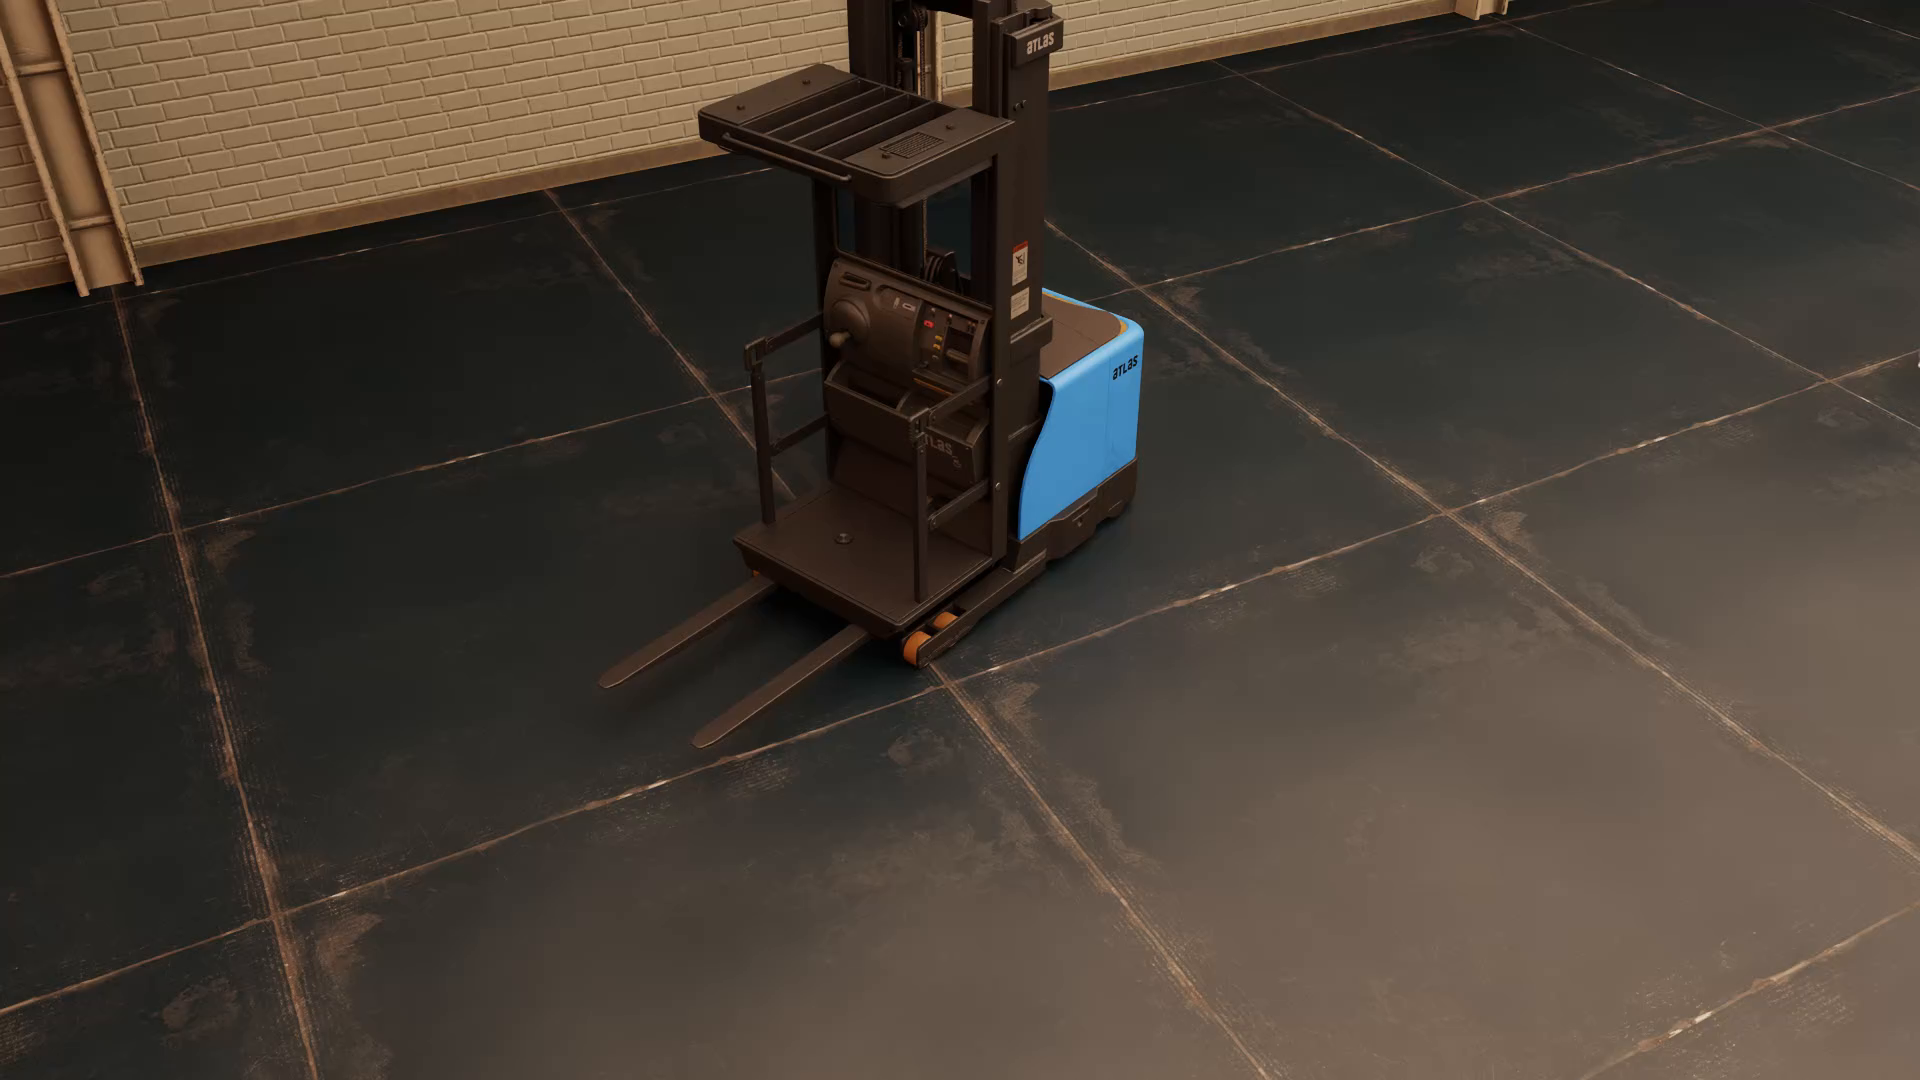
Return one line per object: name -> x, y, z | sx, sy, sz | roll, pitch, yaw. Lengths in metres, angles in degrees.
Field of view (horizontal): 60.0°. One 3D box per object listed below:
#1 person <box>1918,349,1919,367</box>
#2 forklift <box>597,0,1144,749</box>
person -> 5.955, -1.695, 9.664 | 0.475, 1.596, 0.520 | -8, 36, -12
forklift -> -0.390, -0.927, 7.434 | 1.130, 2.935, 3.031 | 26, 43, 31
